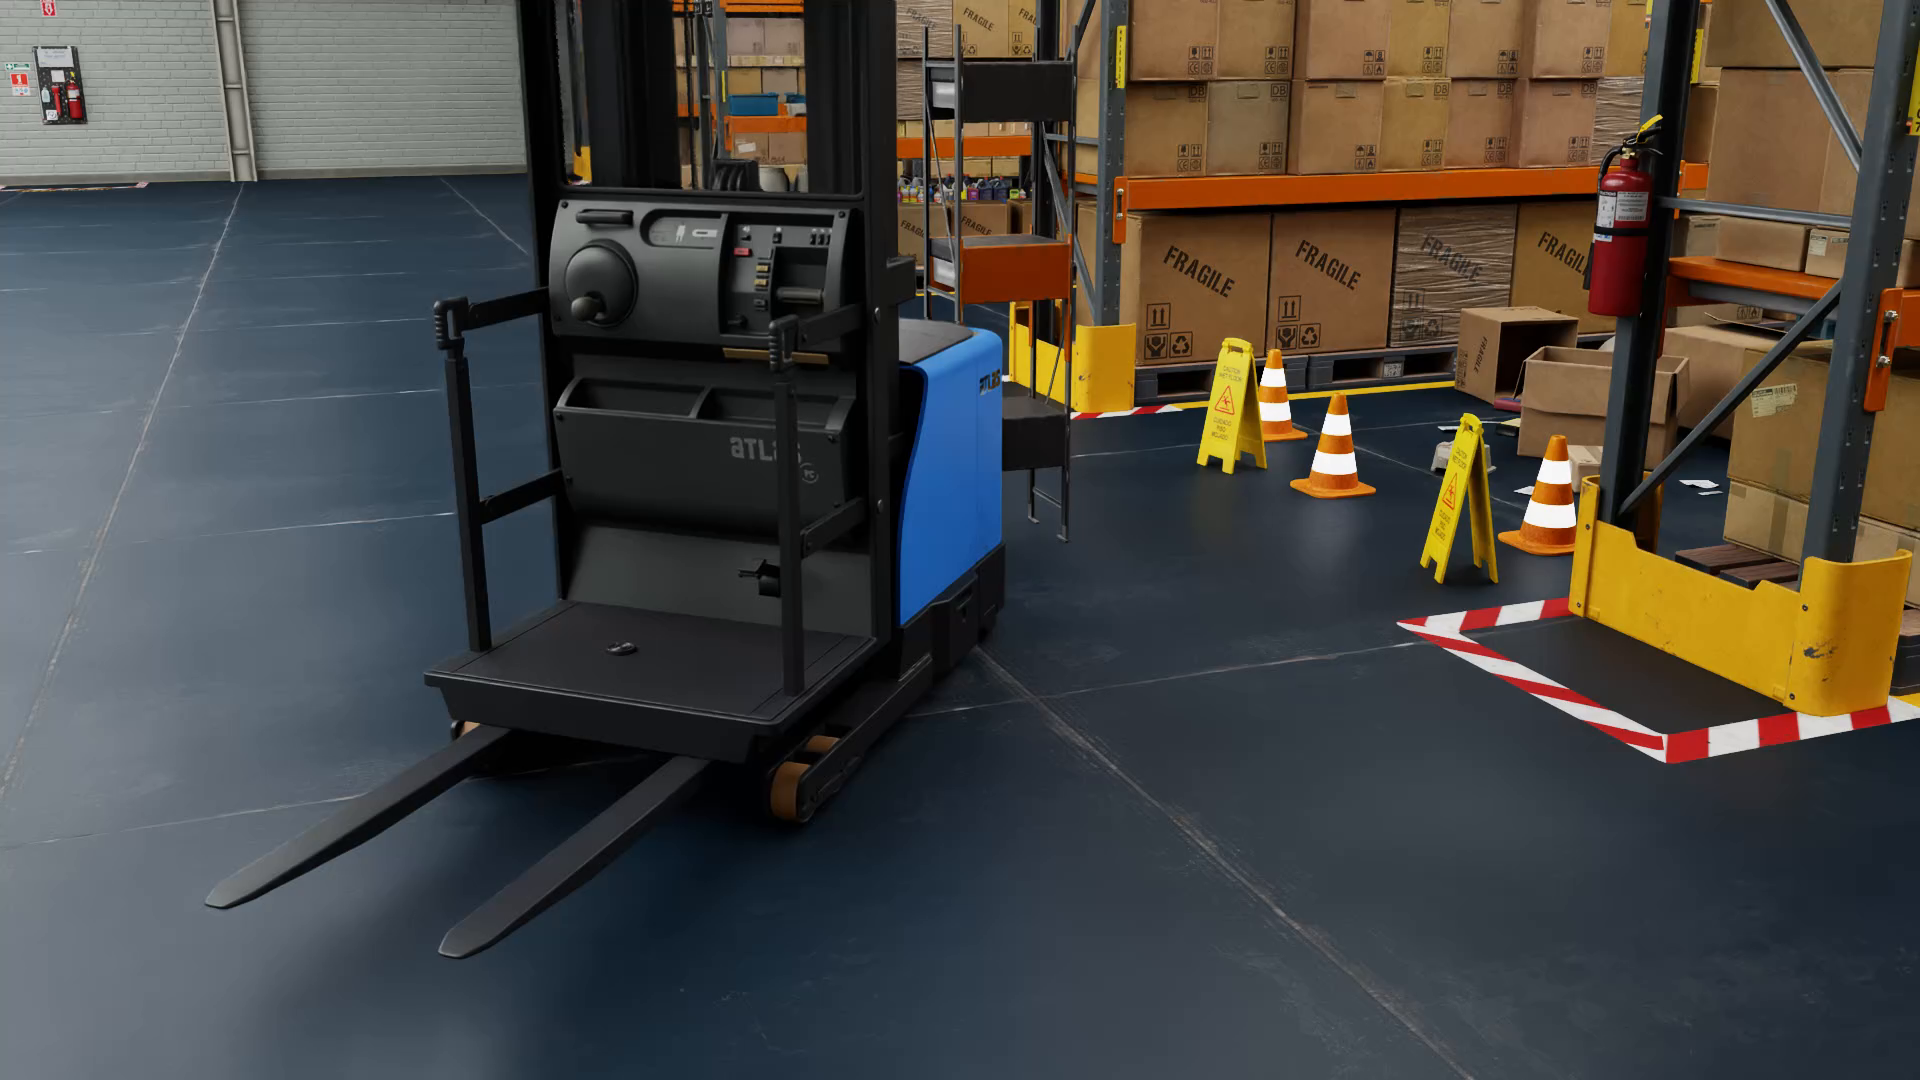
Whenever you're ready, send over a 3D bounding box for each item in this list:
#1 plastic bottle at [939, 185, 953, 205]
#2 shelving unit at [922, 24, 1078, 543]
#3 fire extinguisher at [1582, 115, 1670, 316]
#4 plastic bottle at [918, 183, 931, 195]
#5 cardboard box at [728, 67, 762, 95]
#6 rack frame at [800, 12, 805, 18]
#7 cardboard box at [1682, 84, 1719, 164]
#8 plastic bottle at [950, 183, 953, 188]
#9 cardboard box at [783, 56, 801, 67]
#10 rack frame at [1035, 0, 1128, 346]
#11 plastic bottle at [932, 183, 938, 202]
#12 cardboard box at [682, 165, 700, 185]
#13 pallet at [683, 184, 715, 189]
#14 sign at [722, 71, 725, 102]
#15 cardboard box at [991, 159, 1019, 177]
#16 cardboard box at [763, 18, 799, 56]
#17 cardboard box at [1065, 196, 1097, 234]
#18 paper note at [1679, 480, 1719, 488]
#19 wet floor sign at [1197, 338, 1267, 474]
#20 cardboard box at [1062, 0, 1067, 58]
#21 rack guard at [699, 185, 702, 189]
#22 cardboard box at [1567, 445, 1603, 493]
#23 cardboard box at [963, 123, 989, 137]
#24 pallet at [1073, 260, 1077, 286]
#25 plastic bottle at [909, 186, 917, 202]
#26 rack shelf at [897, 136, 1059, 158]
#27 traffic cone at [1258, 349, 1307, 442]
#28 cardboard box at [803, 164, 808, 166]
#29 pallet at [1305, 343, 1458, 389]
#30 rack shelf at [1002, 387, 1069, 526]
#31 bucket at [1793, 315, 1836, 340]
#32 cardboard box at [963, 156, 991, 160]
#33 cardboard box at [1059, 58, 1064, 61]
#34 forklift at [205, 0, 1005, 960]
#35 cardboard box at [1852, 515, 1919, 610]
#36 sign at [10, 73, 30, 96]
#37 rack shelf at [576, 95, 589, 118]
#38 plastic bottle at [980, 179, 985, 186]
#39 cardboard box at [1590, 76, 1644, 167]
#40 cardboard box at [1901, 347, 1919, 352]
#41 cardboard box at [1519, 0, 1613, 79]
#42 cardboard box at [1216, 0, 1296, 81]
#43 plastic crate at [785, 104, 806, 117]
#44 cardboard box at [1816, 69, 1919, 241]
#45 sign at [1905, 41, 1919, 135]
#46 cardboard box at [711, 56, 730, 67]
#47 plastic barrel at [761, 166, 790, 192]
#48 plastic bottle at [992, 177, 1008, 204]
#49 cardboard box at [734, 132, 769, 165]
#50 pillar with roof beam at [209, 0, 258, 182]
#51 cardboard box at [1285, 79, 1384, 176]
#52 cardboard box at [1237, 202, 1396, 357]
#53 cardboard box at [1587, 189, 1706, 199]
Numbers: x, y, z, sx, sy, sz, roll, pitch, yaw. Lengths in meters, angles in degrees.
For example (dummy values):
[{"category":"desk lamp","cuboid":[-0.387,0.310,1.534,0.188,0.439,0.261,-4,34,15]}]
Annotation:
[{"category":"plastic bottle","cuboid":[-0.164,-4.053,19.629,0.135,0.276,0.152,-6,17,-19]},{"category":"shelving unit","cuboid":[0.155,-1.024,6.859,0.503,2.100,0.431,-6,17,-20]},{"category":"fire extinguisher","cuboid":[2.280,-1.115,5.710,0.183,0.674,0.296,-6,17,-20]},{"category":"plastic bottle","cuboid":[-0.431,-4.190,20.097,0.135,0.276,0.152,-6,17,-20]},{"category":"cardboard box","cuboid":[-3.141,-6.451,23.566,0.500,0.500,0.700,-6,17,-20]},{"category":"rack frame","cuboid":[-2.577,-7.963,28.892,0.127,3.000,1.000,-6,17,-20]},{"category":"cardboard box","cuboid":[5.008,-2.768,11.025,0.500,0.500,0.500,-6,17,-19]},{"category":"plastic bottle","cuboid":[-0.072,-4.096,19.763,0.133,0.283,0.061,-6,17,-20]},{"category":"cardboard box","cuboid":[-2.411,-6.780,23.536,0.250,0.149,0.380,-6,17,-18]},{"category":"rack frame","cuboid":[0.686,-2.335,9.726,0.127,3.000,1.000,-6,17,-20]},{"category":"plastic bottle","cuboid":[-0.279,-4.267,20.347,0.133,0.283,0.061,-5,17,-18]},{"category":"cardboard box","cuboid":[-3.956,-5.135,23.395,0.500,0.250,0.500,-6,17,-20]},{"category":"pallet","cuboid":[-3.837,-5.007,23.774,1.213,0.211,1.003,-6,17,-20]},{"category":"sign","cuboid":[-2.574,-4.941,18.109,0.005,0.325,0.100,-6,17,-20]},{"category":"cardboard box","cuboid":[0.625,-5.622,25.054,0.500,0.250,0.500,-7,18,-22]},{"category":"cardboard box","cuboid":[-2.619,-7.132,23.583,0.500,0.500,0.700,-6,17,-20]},{"category":"cardboard box","cuboid":[1.269,-2.883,15.282,0.500,0.500,0.500,-8,18,-25]},{"category":"paper note","cuboid":[3.569,-0.278,8.011,0.142,0.019,0.148,0,16,-1]},{"category":"wet floor sign","cuboid":[1.367,-0.681,8.274,0.232,0.644,0.267,-10,19,-30]},{"category":"cardboard box","cuboid":[1.017,-4.456,14.468,0.500,0.500,0.500,-6,17,-20]},{"category":"rack guard","cuboid":[-2.713,-3.774,19.063,0.348,0.500,1.175,-6,17,-20]},{"category":"cardboard box","cuboid":[3.052,-0.338,7.987,0.250,0.149,0.380,3,17,9]},{"category":"cardboard box","cuboid":[0.062,-3.568,14.370,0.250,0.149,0.380,-6,17,-20]},{"category":"pallet","cuboid":[0.985,-2.514,15.286,1.213,0.211,1.003,-6,17,-20]},{"category":"plastic bottle","cuboid":[-0.549,-4.001,19.460,0.097,0.271,0.097,0,16,0]},{"category":"rack shelf","cuboid":[0.873,-3.507,14.993,4.000,0.370,1.077,-6,17,-20]},{"category":"traffic cone","cuboid":[1.690,-0.798,8.993,0.334,0.463,0.336,-6,17,-20]},{"category":"cardboard box","cuboid":[-2.088,-5.336,24.080,0.500,0.250,0.500,-6,17,-20]},{"category":"pallet","cuboid":[2.542,-1.220,10.879,1.213,0.211,1.003,-6,17,-20]},{"category":"rack shelf","cuboid":[0.155,-0.339,7.060,0.480,0.518,0.431,-6,17,-20]},{"category":"bucket","cuboid":[5.119,-1.277,9.234,0.620,0.611,0.726,9,16,-4]},{"category":"cardboard box","cuboid":[0.144,-5.837,24.790,0.500,0.311,0.500,-6,18,-21]},{"category":"cardboard box","cuboid":[0.906,-4.057,14.886,0.500,0.500,0.875,-6,17,-20]},{"category":"forklift","cuboid":[-0.817,-0.771,4.523,1.130,2.935,3.031,6,17,19]},{"category":"cardboard box","cuboid":[3.404,0.066,5.683,0.500,0.250,0.500,-6,18,-21]},{"category":"sign","cuboid":[-14.445,-7.003,25.557,0.234,0.329,0.001,-6,17,-20]},{"category":"rack shelf","cuboid":[-4.444,-7.416,28.306,4.000,0.370,1.077,-6,17,-20]},{"category":"plastic bottle","cuboid":[0.260,-4.280,20.389,0.133,0.283,0.061,-6,17,-20]},{"category":"cardboard box","cuboid":[4.081,-2.770,10.941,0.550,0.550,0.875,-6,17,-20]},{"category":"cardboard box","cuboid":[3.525,-0.800,6.152,0.250,0.149,0.380,-6,17,-18]},{"category":"cardboard box","cuboid":[3.592,-3.214,10.537,0.550,0.550,0.875,-6,17,-20]},{"category":"cardboard box","cuboid":[1.527,-3.032,9.917,0.550,0.550,0.875,-6,17,-20]},{"category":"plastic crate","cuboid":[-1.816,-4.832,18.698,0.250,0.136,0.298,-6,17,-20]},{"category":"cardboard box","cuboid":[3.093,-1.208,5.184,0.500,0.500,0.500,-6,18,-21]},{"category":"sign","cuboid":[2.746,-1.315,4.718,0.005,0.325,0.100,-6,17,-20]},{"category":"cardboard box","cuboid":[-3.377,-6.676,23.180,0.250,0.149,0.380,-6,18,-21]},{"category":"plastic barrel","cuboid":[-2.180,-4.048,19.228,0.421,0.512,0.421,0,16,0]},{"category":"plastic bottle","cuboid":[0.470,-4.156,19.847,0.185,0.351,0.144,-7,18,-22]},{"category":"cardboard box","cuboid":[-3.027,-5.599,23.645,0.500,0.500,0.500,-6,17,-20]},{"category":"pillar with roof beam","cuboid":[-10.030,-8.999,21.771,0.400,9.000,9.100,-6,17,-20]},{"category":"cardboard box","cuboid":[2.090,-2.541,10.161,0.550,0.550,0.875,-6,17,-20]},{"category":"cardboard box","cuboid":[2.116,-1.692,10.562,0.875,0.875,0.875,-6,18,-21]},{"category":"cardboard box","cuboid":[7.127,-3.703,17.410,0.875,0.875,1.225,-7,18,-23]}]
